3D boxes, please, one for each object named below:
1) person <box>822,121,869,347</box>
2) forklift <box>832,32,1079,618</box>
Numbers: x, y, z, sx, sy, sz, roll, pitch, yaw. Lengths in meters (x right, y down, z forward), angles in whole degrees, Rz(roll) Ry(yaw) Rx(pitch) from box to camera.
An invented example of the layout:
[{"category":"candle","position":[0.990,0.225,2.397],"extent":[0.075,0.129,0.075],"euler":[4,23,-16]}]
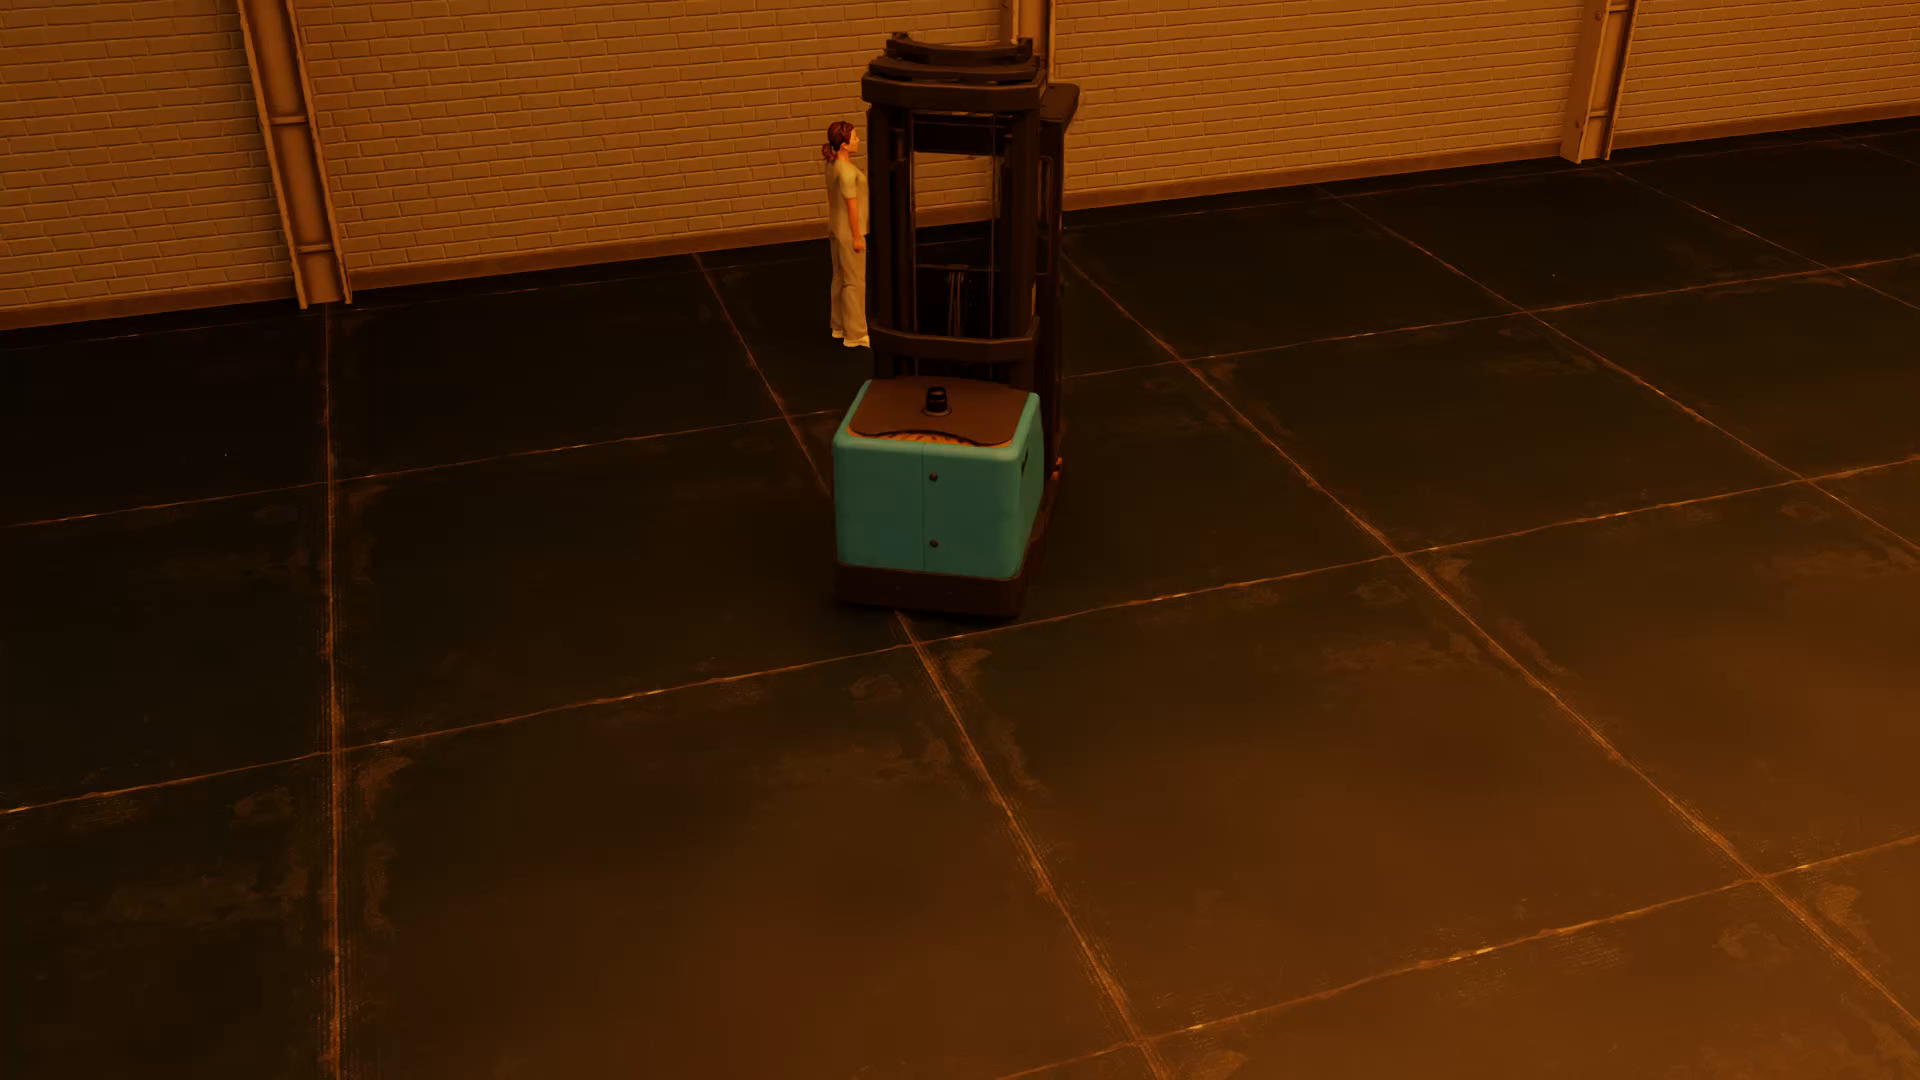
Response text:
[{"category":"person","position":[-0.823,-2.264,12.286],"extent":[0.372,1.672,0.431],"euler":[-13,32,-21]},{"category":"forklift","position":[0.074,-1.562,9.802],"extent":[1.130,2.935,3.031],"euler":[5,30,9]}]
